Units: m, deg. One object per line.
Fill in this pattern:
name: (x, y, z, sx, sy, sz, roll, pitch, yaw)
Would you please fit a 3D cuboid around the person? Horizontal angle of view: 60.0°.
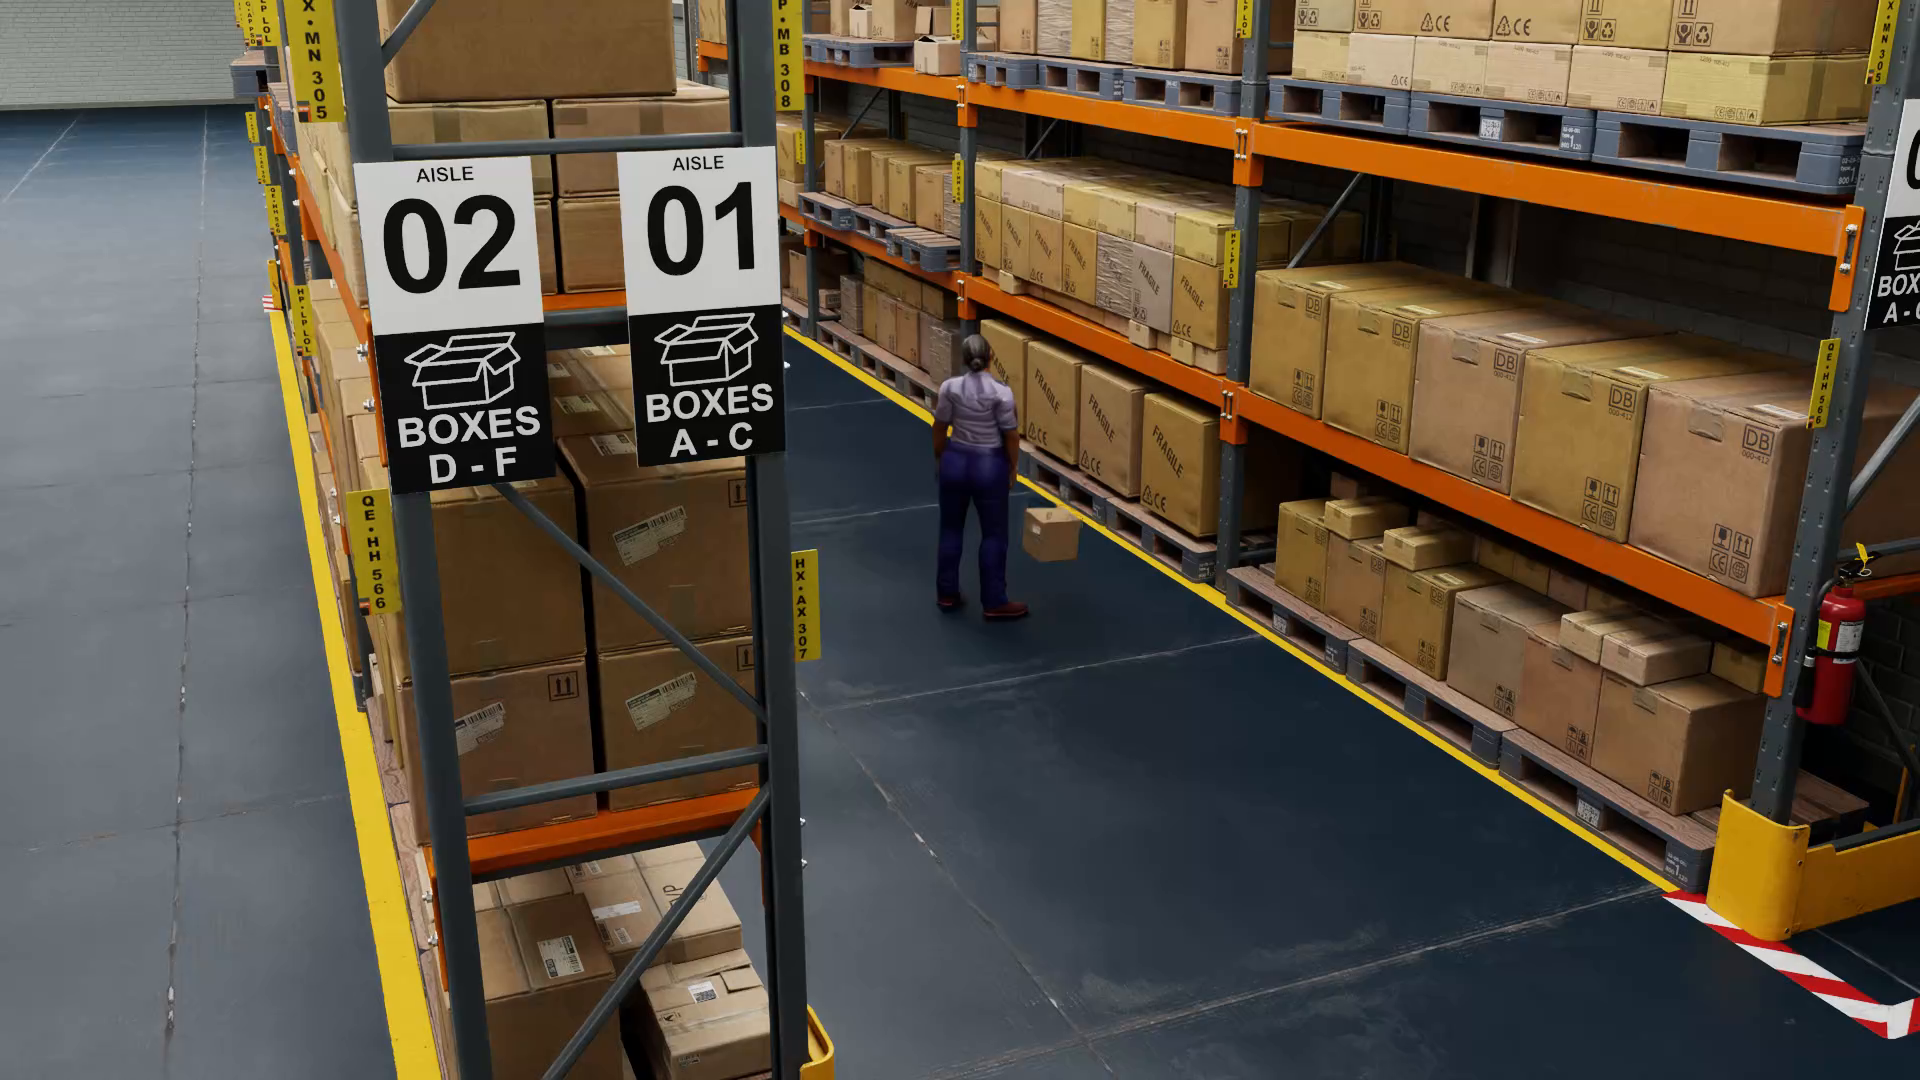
person: (0.108, -0.369, 9.613, 0.592, 1.647, 0.368, 6, 20, 18)
